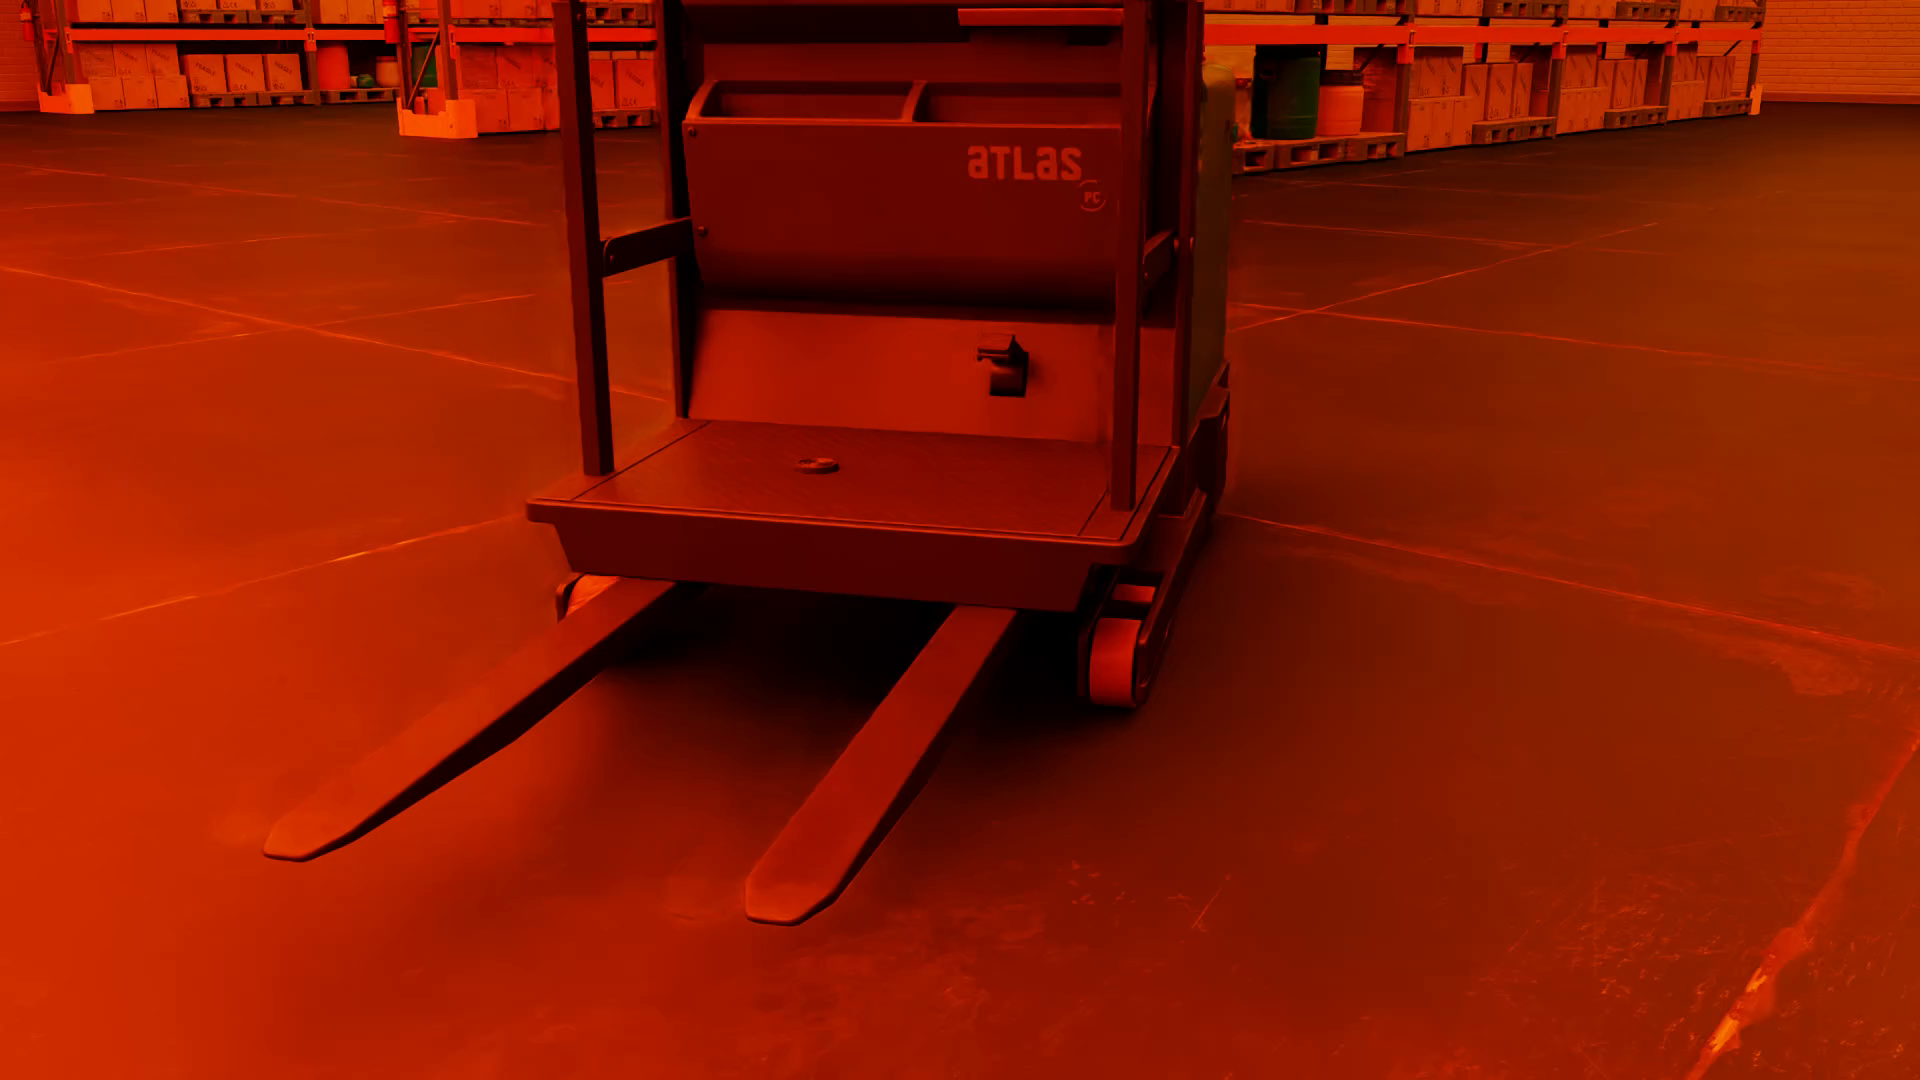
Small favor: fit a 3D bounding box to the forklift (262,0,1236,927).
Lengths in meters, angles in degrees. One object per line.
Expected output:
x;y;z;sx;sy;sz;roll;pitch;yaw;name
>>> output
-0.134;-1.224;2.927;1.130;2.935;3.031;4;17;13;forklift
